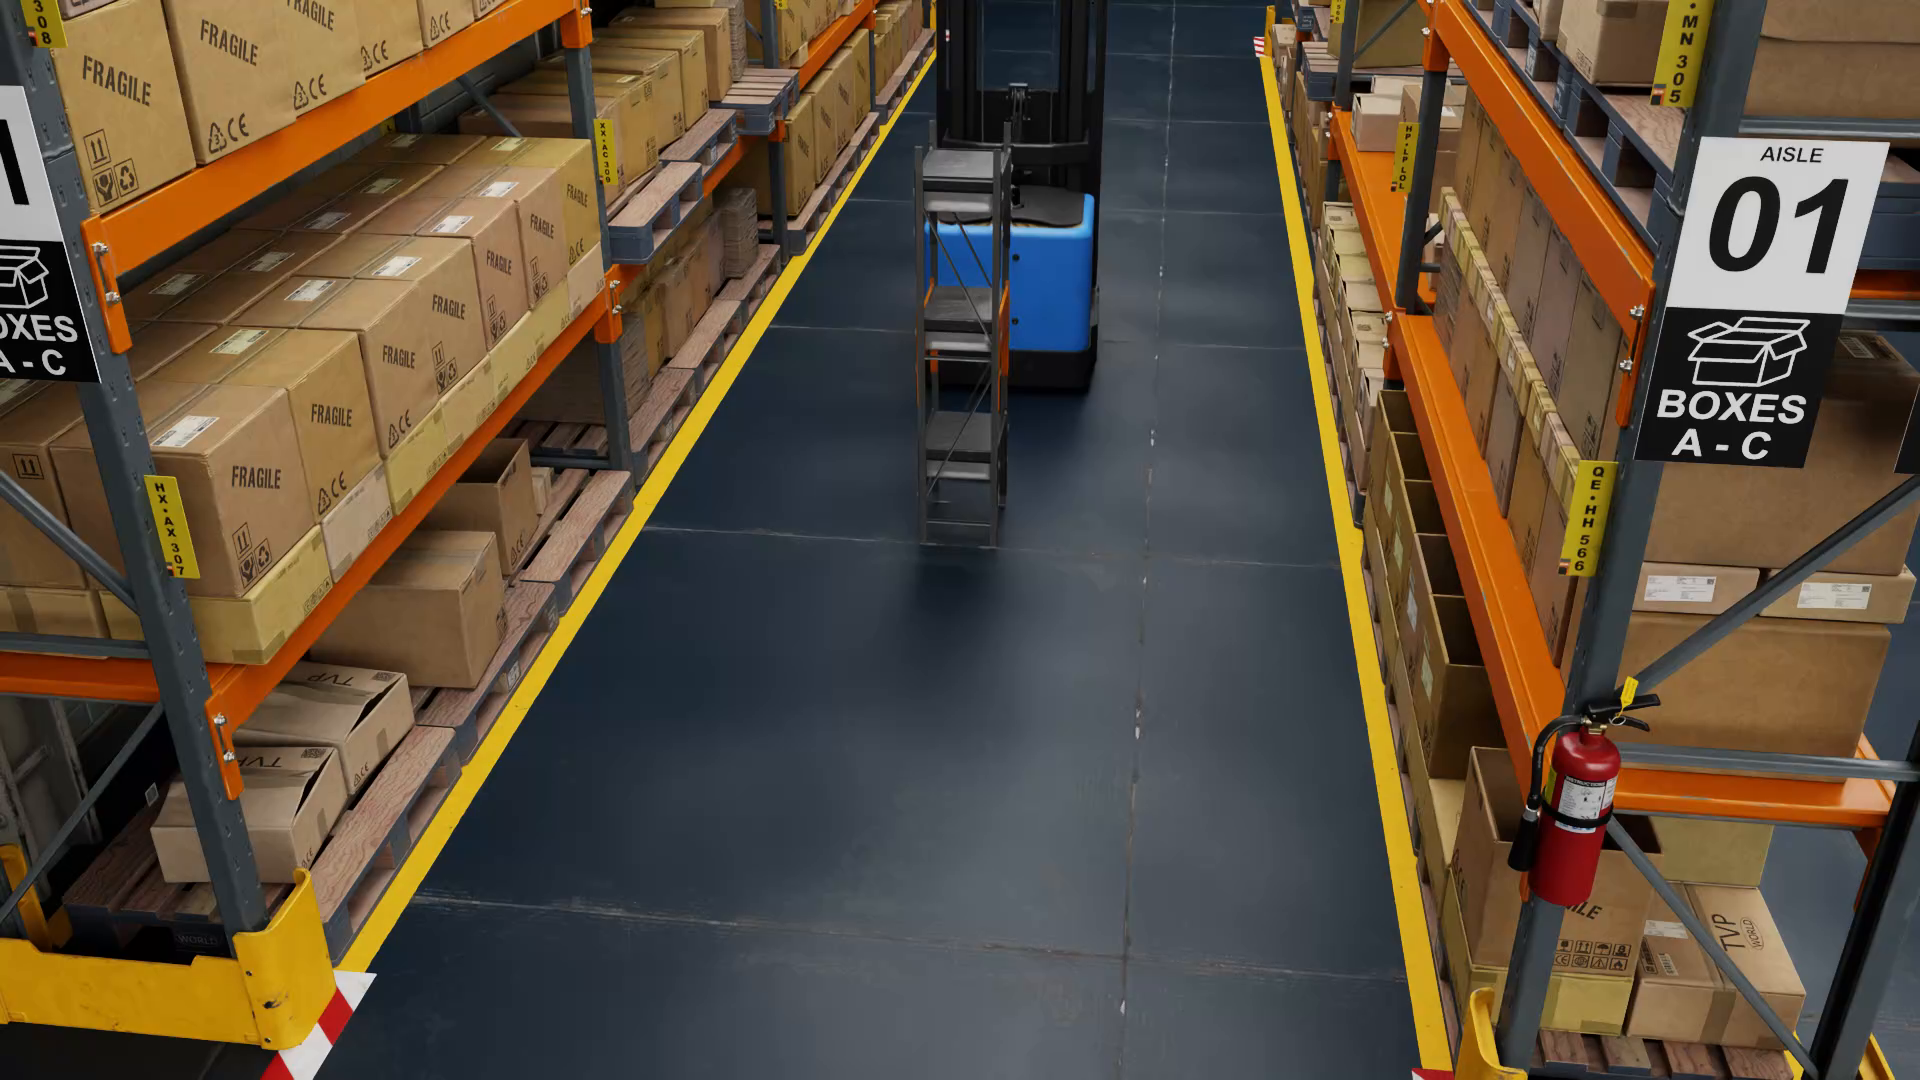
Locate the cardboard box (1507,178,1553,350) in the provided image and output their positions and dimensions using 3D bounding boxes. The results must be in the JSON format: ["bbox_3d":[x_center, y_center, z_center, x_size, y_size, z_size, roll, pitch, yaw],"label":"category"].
[{"bbox_3d":[2.387,-0.980,5.932,0.700,0.500,0.500,3,28,6],"label":"cardboard box"}]

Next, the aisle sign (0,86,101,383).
[{"bbox_3d":[-2.498,-0.779,4.292,0.394,0.787,0.004,3,28,6],"label":"aisle sign"}]

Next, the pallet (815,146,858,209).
[{"bbox_3d":[-1.484,-3.163,14.399,1.003,0.211,1.213,3,28,6],"label":"pallet"}]

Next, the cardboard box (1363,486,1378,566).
[{"bbox_3d":[2.262,-0.056,8.148,0.500,0.250,0.500,3,28,6],"label":"cardboard box"}]

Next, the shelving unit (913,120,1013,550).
[{"bbox_3d":[0.020,-1.002,8.397,0.431,2.100,0.503,3,28,6],"label":"shelving unit"}]

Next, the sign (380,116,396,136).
[{"bbox_3d":[-2.848,-2.109,8.281,0.100,0.325,0.005,3,28,6],"label":"sign"}]

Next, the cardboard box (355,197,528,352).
[{"bbox_3d":[-2.176,-1.129,7.030,0.500,0.500,0.500,3,28,5],"label":"cardboard box"}]

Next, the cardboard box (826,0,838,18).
[{"bbox_3d":[-1.302,-4.574,13.637,0.500,0.500,0.500,4,29,8],"label":"cardboard box"}]

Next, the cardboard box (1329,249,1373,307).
[{"bbox_3d":[2.634,-1.669,10.551,0.500,0.311,0.500,3,28,5],"label":"cardboard box"}]

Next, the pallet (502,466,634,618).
[{"bbox_3d":[-2.344,-0.023,8.570,1.003,0.211,1.213,3,28,6],"label":"pallet"}]

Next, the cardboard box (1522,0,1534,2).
[{"bbox_3d":[2.293,-2.127,5.674,0.797,0.503,0.637,6,29,12],"label":"cardboard box"}]

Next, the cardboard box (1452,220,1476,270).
[{"bbox_3d":[2.334,-1.257,7.131,0.380,0.149,0.250,3,28,5],"label":"cardboard box"}]

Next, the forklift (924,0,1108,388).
[{"bbox_3d":[0.413,-2.907,11.055,1.130,2.935,3.031,2,28,5],"label":"forklift"}]

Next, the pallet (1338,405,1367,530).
[{"bbox_3d":[2.671,-0.404,9.277,1.003,0.211,1.213,3,28,6],"label":"pallet"}]

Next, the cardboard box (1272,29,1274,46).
[{"bbox_3d":[3.667,-5.583,18.473,0.380,0.166,0.250,3,28,6],"label":"cardboard box"}]

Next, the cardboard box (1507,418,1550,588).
[{"bbox_3d":[2.326,-0.143,5.748,0.700,0.500,0.500,4,29,7],"label":"cardboard box"}]

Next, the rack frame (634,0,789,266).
[{"bbox_3d":[-1.807,-3.451,11.994,1.000,3.000,0.127,3,28,6],"label":"rack frame"}]

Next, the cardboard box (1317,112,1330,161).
[{"bbox_3d":[2.994,-3.069,12.665,0.500,0.250,0.500,4,29,8],"label":"cardboard box"}]

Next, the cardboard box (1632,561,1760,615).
[{"bbox_3d":[1.987,0.080,4.650,0.380,0.149,0.250,3,28,5],"label":"cardboard box"}]

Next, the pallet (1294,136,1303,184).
[{"bbox_3d":[3.538,-3.435,14.904,1.003,0.211,1.213,3,28,6],"label":"pallet"}]

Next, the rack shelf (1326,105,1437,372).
[{"bbox_3d":[2.865,-1.907,9.886,1.077,0.370,4.000,3,28,6],"label":"rack shelf"}]

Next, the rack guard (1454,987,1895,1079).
[{"bbox_3d":[2.127,1.712,5.045,1.175,0.500,0.348,3,28,6],"label":"rack guard"}]

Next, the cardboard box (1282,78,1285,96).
[{"bbox_3d":[3.375,-4.451,16.392,0.380,0.149,0.250,3,28,6],"label":"cardboard box"}]

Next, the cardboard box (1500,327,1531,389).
[{"bbox_3d":[2.175,-0.650,6.005,0.380,0.149,0.250,3,28,5],"label":"cardboard box"}]

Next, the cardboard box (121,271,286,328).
[{"bbox_3d":[-2.810,-0.673,6.183,0.500,0.500,0.500,3,28,5],"label":"cardboard box"}]

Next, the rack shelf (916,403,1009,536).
[{"bbox_3d":[0.020,-0.374,8.735,0.431,0.518,0.480,3,28,6],"label":"rack shelf"}]

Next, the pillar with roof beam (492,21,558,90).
[{"bbox_3d":[1.448,-5.281,9.064,9.100,9.000,0.400,3,28,6],"label":"pillar with roof beam"}]

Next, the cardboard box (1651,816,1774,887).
[{"bbox_3d":[2.476,0.821,5.729,0.500,0.500,0.500,3,28,6],"label":"cardboard box"}]

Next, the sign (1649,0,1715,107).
[{"bbox_3d":[1.593,-1.113,3.641,0.100,0.325,0.005,3,28,6],"label":"sign"}]

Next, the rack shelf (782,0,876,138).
[{"bbox_3d":[-1.562,-4.076,13.912,1.077,0.370,4.000,3,28,6],"label":"rack shelf"}]

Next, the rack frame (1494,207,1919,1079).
[{"bbox_3d":[2.130,0.600,4.473,1.000,3.000,0.127,3,28,6],"label":"rack frame"}]

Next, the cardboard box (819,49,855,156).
[{"bbox_3d":[-1.373,-3.841,14.540,0.750,0.750,0.750,4,29,8],"label":"cardboard box"}]

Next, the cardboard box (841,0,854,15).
[{"bbox_3d":[-1.135,-4.690,14.536,0.380,0.149,0.250,3,28,6],"label":"cardboard box"}]

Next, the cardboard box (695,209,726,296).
[{"bbox_3d":[-2.022,-1.967,11.410,0.700,0.500,0.500,3,28,6],"label":"cardboard box"}]

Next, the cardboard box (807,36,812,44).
[{"bbox_3d":[-1.407,-4.098,13.438,0.380,0.149,0.250,4,29,7],"label":"cardboard box"}]

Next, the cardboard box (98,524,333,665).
[{"bbox_3d":[-2.412,0.160,5.427,0.500,0.250,0.500,3,28,5],"label":"cardboard box"}]

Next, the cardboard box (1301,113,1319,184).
[{"bbox_3d":[3.113,-3.203,13.705,0.500,0.500,0.500,2,28,4],"label":"cardboard box"}]

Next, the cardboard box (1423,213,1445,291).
[{"bbox_3d":[2.637,-1.451,8.438,0.500,0.250,0.500,5,29,9],"label":"cardboard box"}]

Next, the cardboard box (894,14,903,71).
[{"bbox_3d":[-0.993,-5.242,17.511,0.700,0.500,0.500,4,29,7],"label":"cardboard box"}]

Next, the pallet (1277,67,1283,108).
[{"bbox_3d":[3.832,-4.719,17.288,1.003,0.211,1.213,3,28,6],"label":"pallet"}]

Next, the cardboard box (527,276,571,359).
[{"bbox_3d":[-2.123,-1.037,7.649,0.500,0.250,0.500,3,29,6],"label":"cardboard box"}]

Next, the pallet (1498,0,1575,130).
[{"bbox_3d":[2.389,-1.588,5.466,1.003,0.211,1.213,3,28,6],"label":"pallet"}]

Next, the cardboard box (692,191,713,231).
[{"bbox_3d":[-1.975,-2.268,11.178,0.500,0.250,0.500,4,29,7],"label":"cardboard box"}]

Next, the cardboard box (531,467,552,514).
[{"bbox_3d":[-2.333,-0.261,8.596,0.380,0.166,0.250,0,28,0],"label":"cardboard box"}]

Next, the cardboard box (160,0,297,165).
[{"bbox_3d":[-2.397,-1.453,4.995,0.500,0.500,0.500,5,29,10],"label":"cardboard box"}]

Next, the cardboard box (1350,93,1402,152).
[{"bbox_3d":[2.808,-2.716,10.723,0.500,0.311,0.500,3,28,6],"label":"cardboard box"}]

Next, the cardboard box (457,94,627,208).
[{"bbox_3d":[-2.201,-2.044,8.812,0.700,0.500,0.500,3,29,6],"label":"cardboard box"}]

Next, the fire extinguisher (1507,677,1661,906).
[{"bbox_3d":[1.654,0.663,4.438,0.296,0.674,0.183,3,28,6],"label":"fire extinguisher"}]

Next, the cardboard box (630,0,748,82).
[{"bbox_3d":[-1.855,-3.467,11.454,0.700,0.500,0.500,0,28,0],"label":"cardboard box"}]

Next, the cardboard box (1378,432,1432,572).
[{"bbox_3d":[2.199,-0.151,7.533,0.500,0.500,0.500,3,28,6],"label":"cardboard box"}]

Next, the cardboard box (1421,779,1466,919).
[{"bbox_3d":[1.952,1.120,5.964,0.500,0.250,0.500,3,28,6],"label":"cardboard box"}]

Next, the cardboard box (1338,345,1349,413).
[{"bbox_3d":[2.509,-0.948,9.803,0.500,0.250,0.500,4,29,7],"label":"cardboard box"}]
